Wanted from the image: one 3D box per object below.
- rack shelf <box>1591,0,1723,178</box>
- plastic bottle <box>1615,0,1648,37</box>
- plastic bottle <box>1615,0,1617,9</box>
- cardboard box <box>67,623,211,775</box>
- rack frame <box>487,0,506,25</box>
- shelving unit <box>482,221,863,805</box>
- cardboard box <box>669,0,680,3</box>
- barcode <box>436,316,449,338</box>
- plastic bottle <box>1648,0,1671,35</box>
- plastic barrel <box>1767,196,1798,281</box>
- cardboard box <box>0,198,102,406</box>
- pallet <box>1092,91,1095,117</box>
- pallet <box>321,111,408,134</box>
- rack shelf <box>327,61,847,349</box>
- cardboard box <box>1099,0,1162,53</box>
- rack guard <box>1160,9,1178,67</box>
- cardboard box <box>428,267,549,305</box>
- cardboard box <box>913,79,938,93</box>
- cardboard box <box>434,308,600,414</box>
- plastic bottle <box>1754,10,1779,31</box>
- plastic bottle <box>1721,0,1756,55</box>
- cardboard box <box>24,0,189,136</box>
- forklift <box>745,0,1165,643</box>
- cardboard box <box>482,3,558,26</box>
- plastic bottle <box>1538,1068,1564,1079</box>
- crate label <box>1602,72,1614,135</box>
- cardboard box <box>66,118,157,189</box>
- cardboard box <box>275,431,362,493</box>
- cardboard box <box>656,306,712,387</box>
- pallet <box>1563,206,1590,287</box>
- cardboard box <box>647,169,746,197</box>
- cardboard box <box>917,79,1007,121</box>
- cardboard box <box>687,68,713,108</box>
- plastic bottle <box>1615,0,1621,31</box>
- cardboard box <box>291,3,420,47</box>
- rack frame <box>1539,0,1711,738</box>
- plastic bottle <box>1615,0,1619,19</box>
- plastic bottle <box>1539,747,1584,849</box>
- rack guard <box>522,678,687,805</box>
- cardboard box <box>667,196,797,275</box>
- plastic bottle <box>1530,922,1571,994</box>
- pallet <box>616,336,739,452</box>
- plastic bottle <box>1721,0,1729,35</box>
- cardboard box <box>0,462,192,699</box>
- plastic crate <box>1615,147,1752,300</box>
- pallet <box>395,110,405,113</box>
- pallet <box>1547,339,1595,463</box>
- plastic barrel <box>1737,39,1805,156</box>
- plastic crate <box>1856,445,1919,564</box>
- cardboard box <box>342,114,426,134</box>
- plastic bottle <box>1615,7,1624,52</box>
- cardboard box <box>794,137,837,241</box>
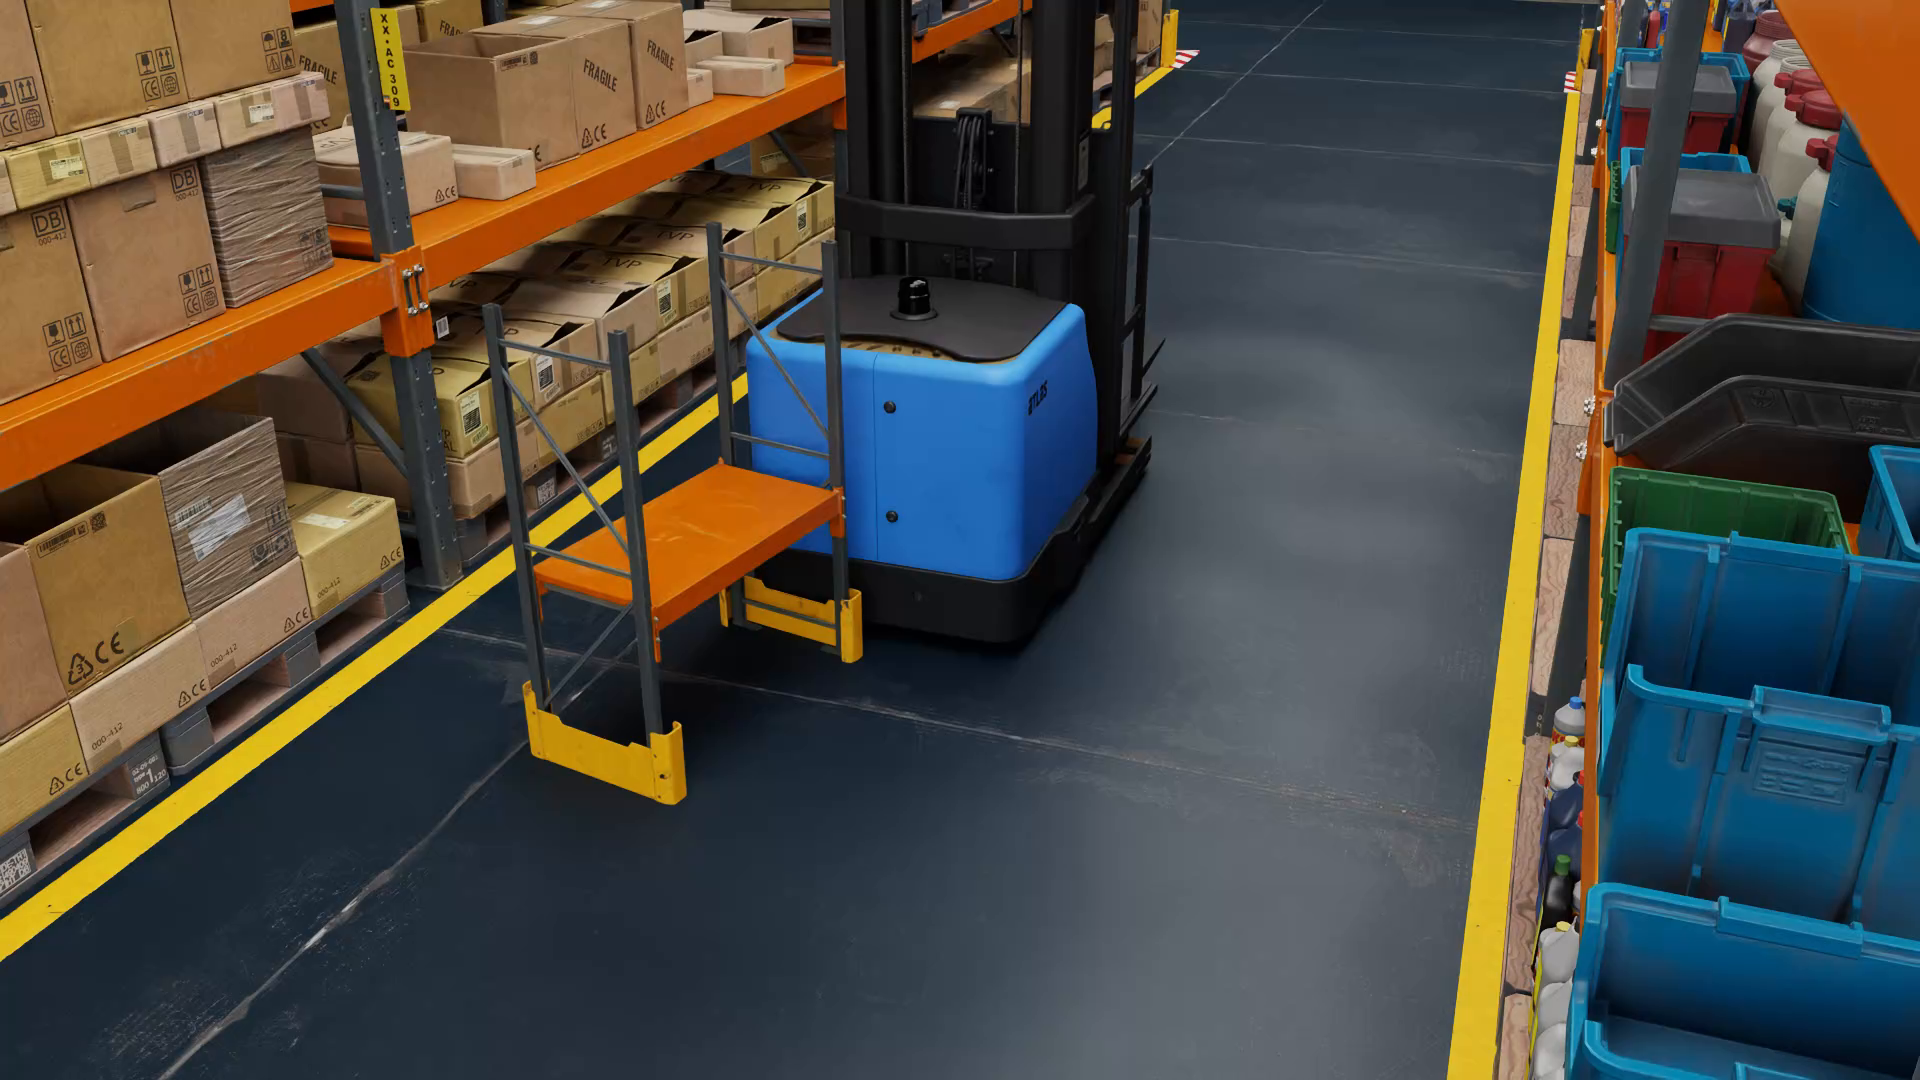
[{"bbox_3d":[4.256,-2.667,9.642,1.077,0.370,4.000,9,27,17],"label":"rack shelf"},{"bbox_3d":[4.023,-3.146,9.948,0.152,0.276,0.135,9,27,17],"label":"plastic bottle"},{"bbox_3d":[4.353,-3.617,10.912,0.061,0.283,0.133,9,27,17],"label":"plastic bottle"},{"bbox_3d":[-2.687,0.437,5.078,0.500,0.250,0.500,9,27,17],"label":"cardboard box"},{"bbox_3d":[-4.421,-5.250,14.150,1.000,3.000,0.127,9,27,17],"label":"rack frame"},{"bbox_3d":[-0.860,-0.129,5.295,0.587,1.500,1.083,14,29,27],"label":"shelving unit"},{"bbox_3d":[-3.228,-5.655,17.374,0.700,0.500,0.500,9,27,17],"label":"cardboard box"},{"bbox_3d":[-1.933,-0.795,6.211,0.001,0.075,0.075,9,27,17],"label":"barcode"},{"bbox_3d":[4.244,-3.220,10.100,0.152,0.276,0.135,9,27,17],"label":"plastic bottle"},{"bbox_3d":[2.845,-0.985,5.500,0.301,0.262,0.301,0,26,0],"label":"plastic barrel"},{"bbox_3d":[-2.892,-0.684,4.605,0.700,0.500,0.500,9,27,18],"label":"cardboard box"},{"bbox_3d":[0.481,-3.560,13.860,1.003,0.211,1.213,9,27,17],"label":"pallet"},{"bbox_3d":[-5.011,-3.163,13.041,1.003,0.211,1.213,9,27,17],"label":"pallet"},{"bbox_3d":[-1.745,-1.743,7.734,1.077,0.370,4.000,9,27,17],"label":"rack shelf"},{"bbox_3d":[1.634,-4.990,15.978,0.500,0.500,0.500,9,27,17],"label":"cardboard box"},{"bbox_3d":[1.558,-5.020,16.545,1.175,0.500,0.348,9,27,17],"label":"rack guard"},{"bbox_3d":[-2.210,-1.076,7.561,0.500,0.311,0.500,9,27,17],"label":"cardboard box"},{"bbox_3d":[-0.479,-3.017,11.903,0.500,0.500,0.500,9,27,18],"label":"cardboard box"},{"bbox_3d":[-1.866,-0.788,6.965,0.500,0.311,0.500,8,27,17],"label":"cardboard box"},{"bbox_3d":[4.501,-2.814,9.263,0.152,0.276,0.135,9,27,17],"label":"plastic bottle"},{"bbox_3d":[4.370,-2.880,9.312,0.144,0.351,0.185,9,27,17],"label":"plastic bottle"},{"bbox_3d":[-2.719,-1.483,4.767,0.700,0.500,0.500,9,27,17],"label":"cardboard box"},{"bbox_3d":[0.209,-1.578,6.646,1.130,2.935,3.031,9,27,17],"label":"forklift"},{"bbox_3d":[-4.075,-4.606,15.207,0.700,0.500,0.500,9,27,18],"label":"cardboard box"},{"bbox_3d":[1.236,1.228,3.391,0.152,0.276,0.135,9,27,18],"label":"plastic bottle"},{"bbox_3d":[3.097,-1.975,7.579,0.303,0.233,0.416,9,27,17],"label":"crate label"},{"bbox_3d":[-2.554,-1.122,4.766,0.380,0.149,0.250,9,27,17],"label":"cardboard box"},{"bbox_3d":[-2.546,-0.409,6.826,0.500,0.250,0.500,8,27,17],"label":"cardboard box"},{"bbox_3d":[-1.531,-0.958,7.961,0.500,0.250,0.500,9,27,18],"label":"cardboard box"},{"bbox_3d":[4.221,-1.744,10.109,1.003,0.211,1.213,9,27,17],"label":"pallet"},{"bbox_3d":[-1.530,-1.920,9.304,0.500,0.311,0.500,10,27,19],"label":"cardboard box"},{"bbox_3d":[0.018,-2.953,11.771,0.500,0.500,0.500,9,27,18],"label":"cardboard box"},{"bbox_3d":[-1.450,-2.244,8.230,0.380,0.149,0.250,11,28,21],"label":"cardboard box"},{"bbox_3d":[4.100,-3.242,10.145,0.152,0.276,0.135,9,27,17],"label":"plastic bottle"},{"bbox_3d":[-4.807,-3.819,13.181,0.750,0.750,0.750,10,27,19],"label":"cardboard box"},{"bbox_3d":[2.260,-0.525,4.393,1.000,3.000,0.127,9,27,17],"label":"rack frame"},{"bbox_3d":[4.222,-3.426,10.531,0.097,0.271,0.097,0,26,0],"label":"plastic bottle"},{"bbox_3d":[1.658,0.707,4.469,0.152,0.276,0.135,10,27,19],"label":"plastic bottle"},{"bbox_3d":[-1.109,0.622,5.179,0.587,0.250,0.087,14,29,27],"label":"rack guard"},{"bbox_3d":[-1.188,-1.627,8.699,0.500,0.311,0.500,8,27,17],"label":"cardboard box"},{"bbox_3d":[1.420,0.998,3.953,0.097,0.201,0.097,0,26,0],"label":"plastic bottle"},{"bbox_3d":[-1.798,-0.802,8.163,1.003,0.211,1.213,9,27,17],"label":"pallet"},{"bbox_3d":[4.682,-3.199,10.063,0.097,0.271,0.097,0,26,0],"label":"plastic bottle"},{"bbox_3d":[-2.699,0.098,4.918,0.500,0.500,0.500,9,27,17],"label":"cardboard box"},{"bbox_3d":[2.333,-1.017,5.426,0.392,0.384,0.575,9,27,17],"label":"plastic crate"},{"bbox_3d":[-4.606,-3.667,14.080,1.003,0.211,1.213,9,27,17],"label":"pallet"},{"bbox_3d":[3.296,-0.601,7.750,1.003,0.211,1.213,9,27,17],"label":"pallet"},{"bbox_3d":[3.450,-1.766,6.826,0.421,0.512,0.421,0,26,0],"label":"plastic barrel"},{"bbox_3d":[2.147,0.036,3.405,0.499,0.251,0.616,9,27,17],"label":"plastic crate"},{"bbox_3d":[-2.291,-1.573,6.710,0.396,0.266,0.258,8,27,16],"label":"cardboard box"},{"bbox_3d":[3.809,-2.945,9.525,0.061,0.283,0.133,9,27,17],"label":"plastic bottle"},{"bbox_3d":[-0.658,-2.108,10.024,0.500,0.500,0.500,10,28,20],"label":"cardboard box"}]
